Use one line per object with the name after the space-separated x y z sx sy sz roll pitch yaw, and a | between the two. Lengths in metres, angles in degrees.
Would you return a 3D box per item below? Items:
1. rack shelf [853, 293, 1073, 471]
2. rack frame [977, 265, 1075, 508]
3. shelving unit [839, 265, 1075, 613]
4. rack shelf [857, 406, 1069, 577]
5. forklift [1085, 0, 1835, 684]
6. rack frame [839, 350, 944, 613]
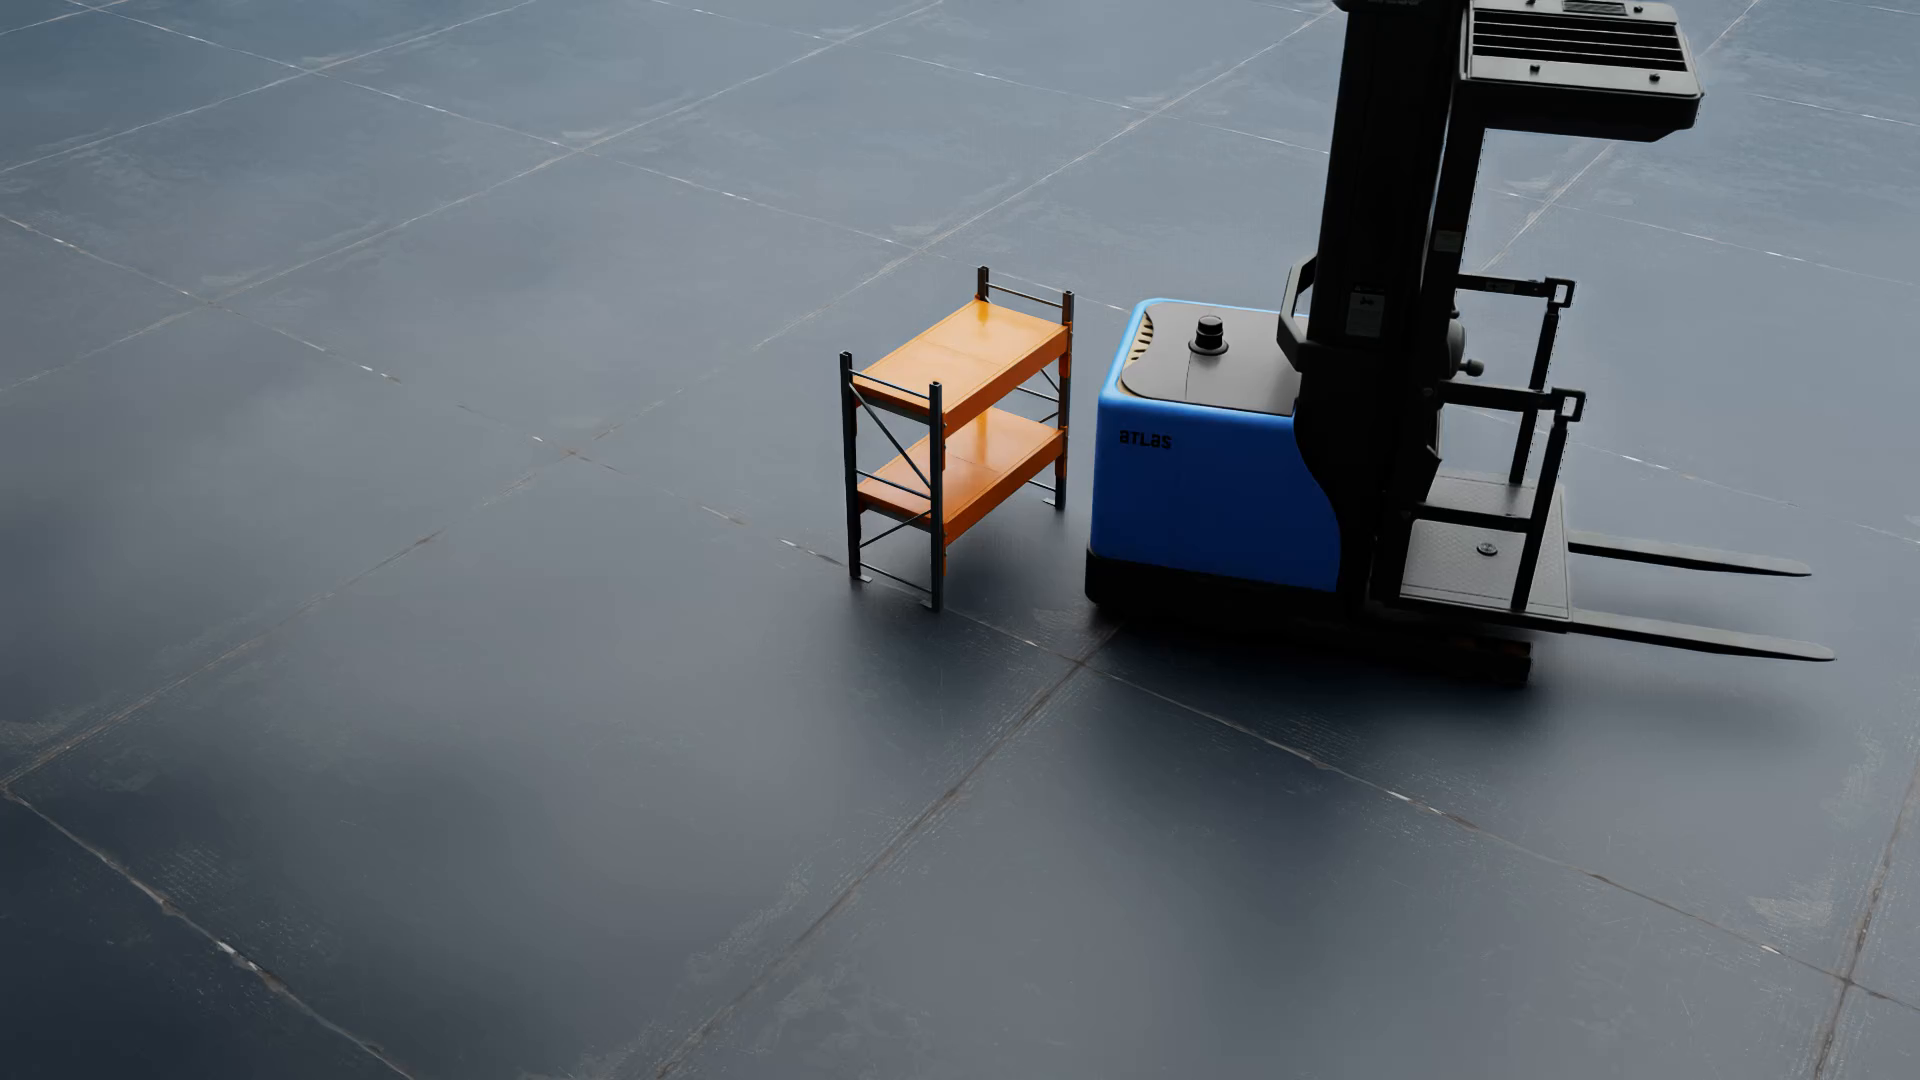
0.004 -0.712 7.276 0.538 0.278 1.000 21 39 28 | rack shelf
0.294 -0.703 7.785 0.500 1.125 0.032 21 39 28 | rack frame
0.004 -0.469 7.439 0.538 1.125 1.048 21 39 28 | shelving unit
0.004 -0.267 7.576 0.538 0.278 1.000 21 39 28 | rack shelf
2.121 -0.950 6.539 3.031 2.935 1.130 8 35 12 | forklift
-0.286 -0.235 7.094 0.500 1.125 0.032 21 39 28 | rack frame
